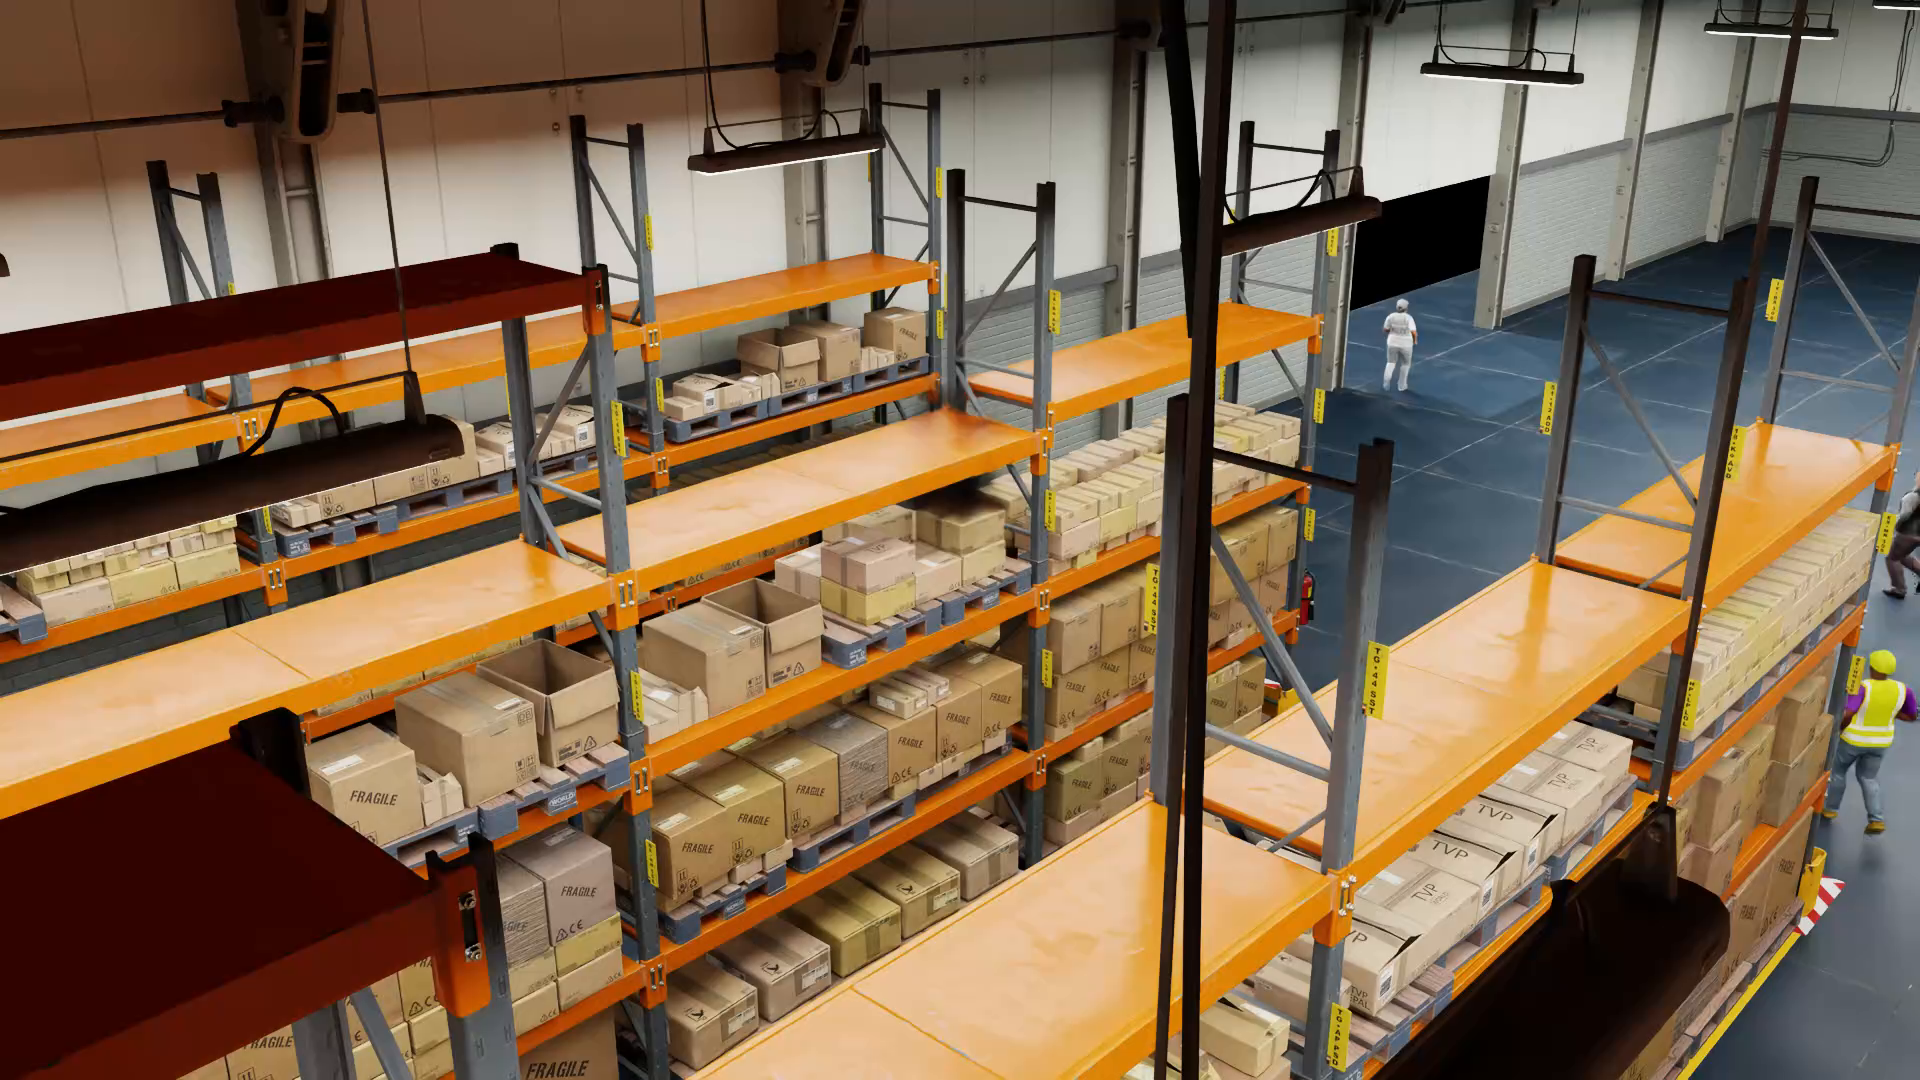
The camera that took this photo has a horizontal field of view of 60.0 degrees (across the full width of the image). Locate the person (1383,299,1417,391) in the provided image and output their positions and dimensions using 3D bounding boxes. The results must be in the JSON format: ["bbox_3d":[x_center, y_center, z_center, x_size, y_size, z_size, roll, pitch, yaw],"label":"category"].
[{"bbox_3d":[7.500,-3.310,28.303,0.608,1.630,0.745,12,24,28],"label":"person"}]

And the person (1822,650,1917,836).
[{"bbox_3d":[8.121,1.819,14.891,0.718,1.789,0.852,0,21,-1],"label":"person"}]

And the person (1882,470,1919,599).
[{"bbox_3d":[11.426,-0.086,19.947,0.665,1.679,0.535,-7,22,-18],"label":"person"}]
